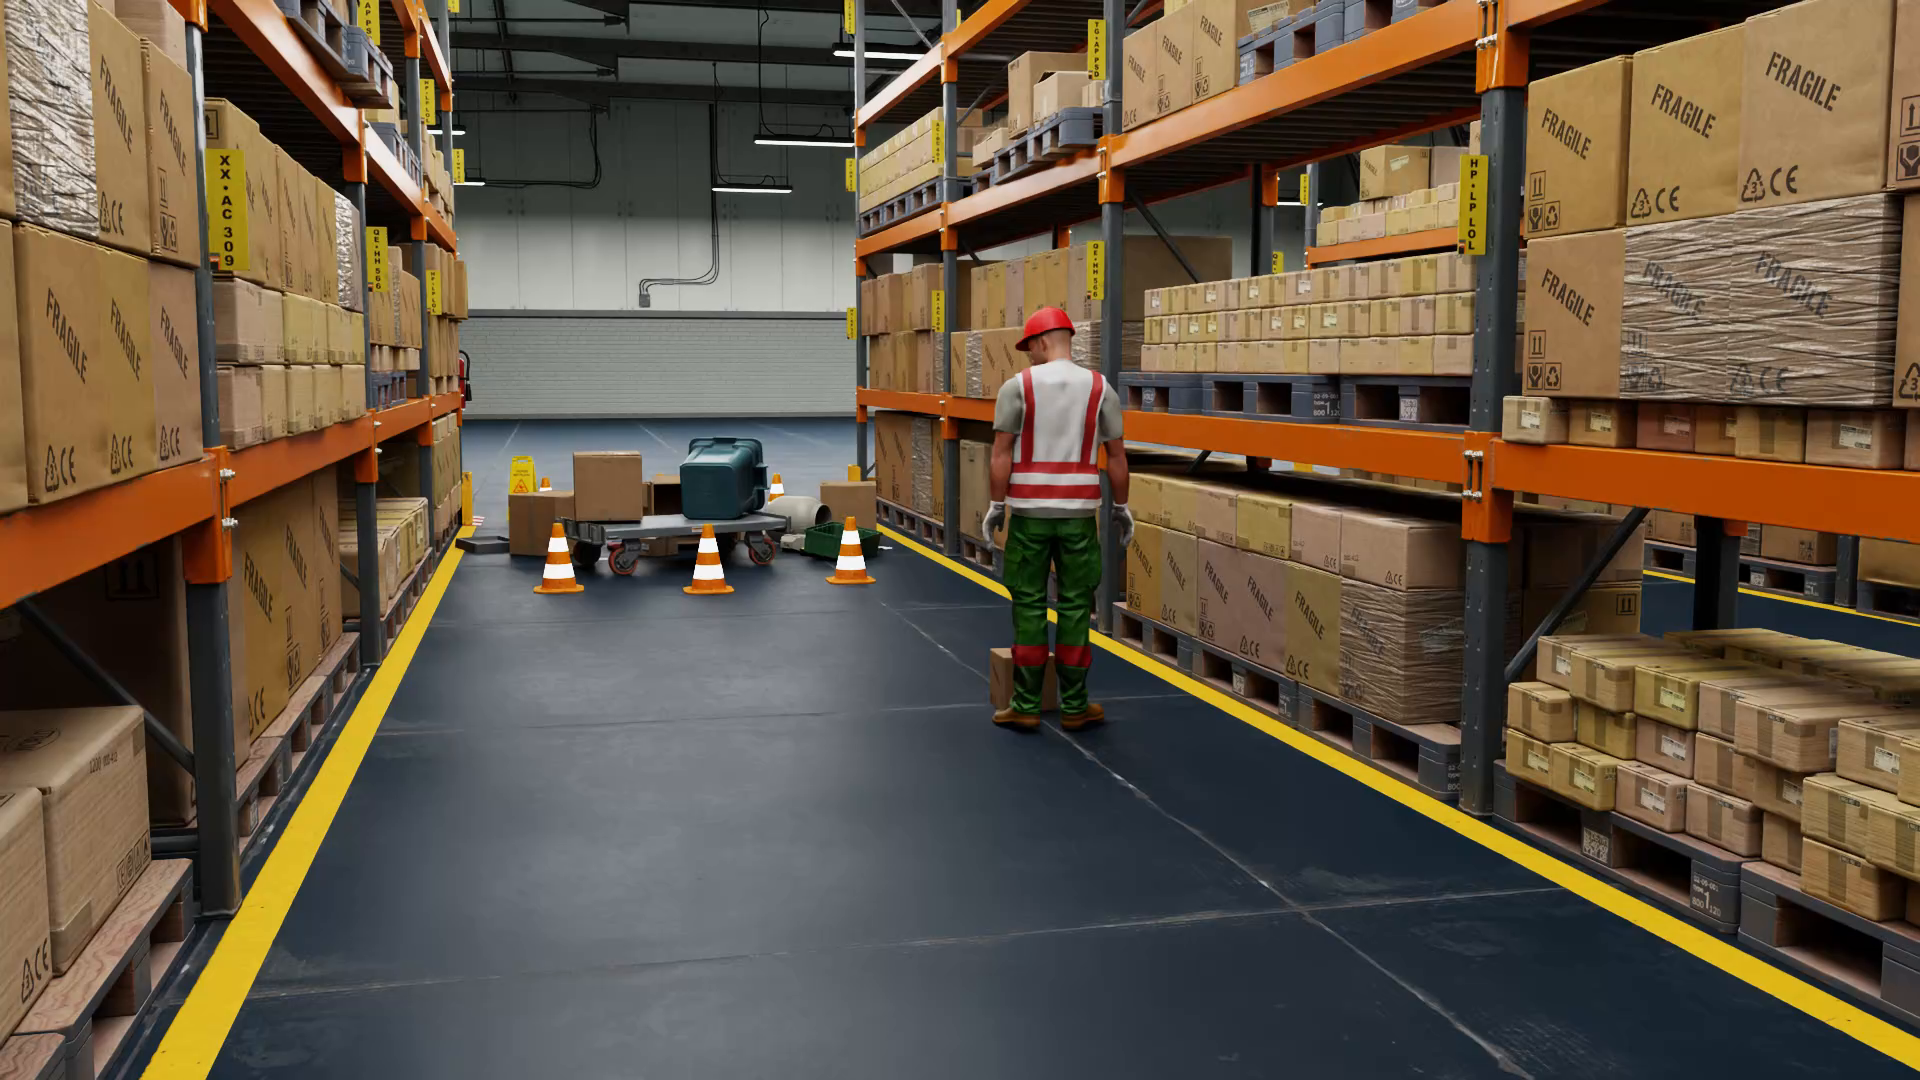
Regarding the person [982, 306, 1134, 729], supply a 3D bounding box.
[{"bbox_3d":[0.420,-0.087,7.060,0.659,1.793,0.386,0,6,-2],"label":"person"}]
